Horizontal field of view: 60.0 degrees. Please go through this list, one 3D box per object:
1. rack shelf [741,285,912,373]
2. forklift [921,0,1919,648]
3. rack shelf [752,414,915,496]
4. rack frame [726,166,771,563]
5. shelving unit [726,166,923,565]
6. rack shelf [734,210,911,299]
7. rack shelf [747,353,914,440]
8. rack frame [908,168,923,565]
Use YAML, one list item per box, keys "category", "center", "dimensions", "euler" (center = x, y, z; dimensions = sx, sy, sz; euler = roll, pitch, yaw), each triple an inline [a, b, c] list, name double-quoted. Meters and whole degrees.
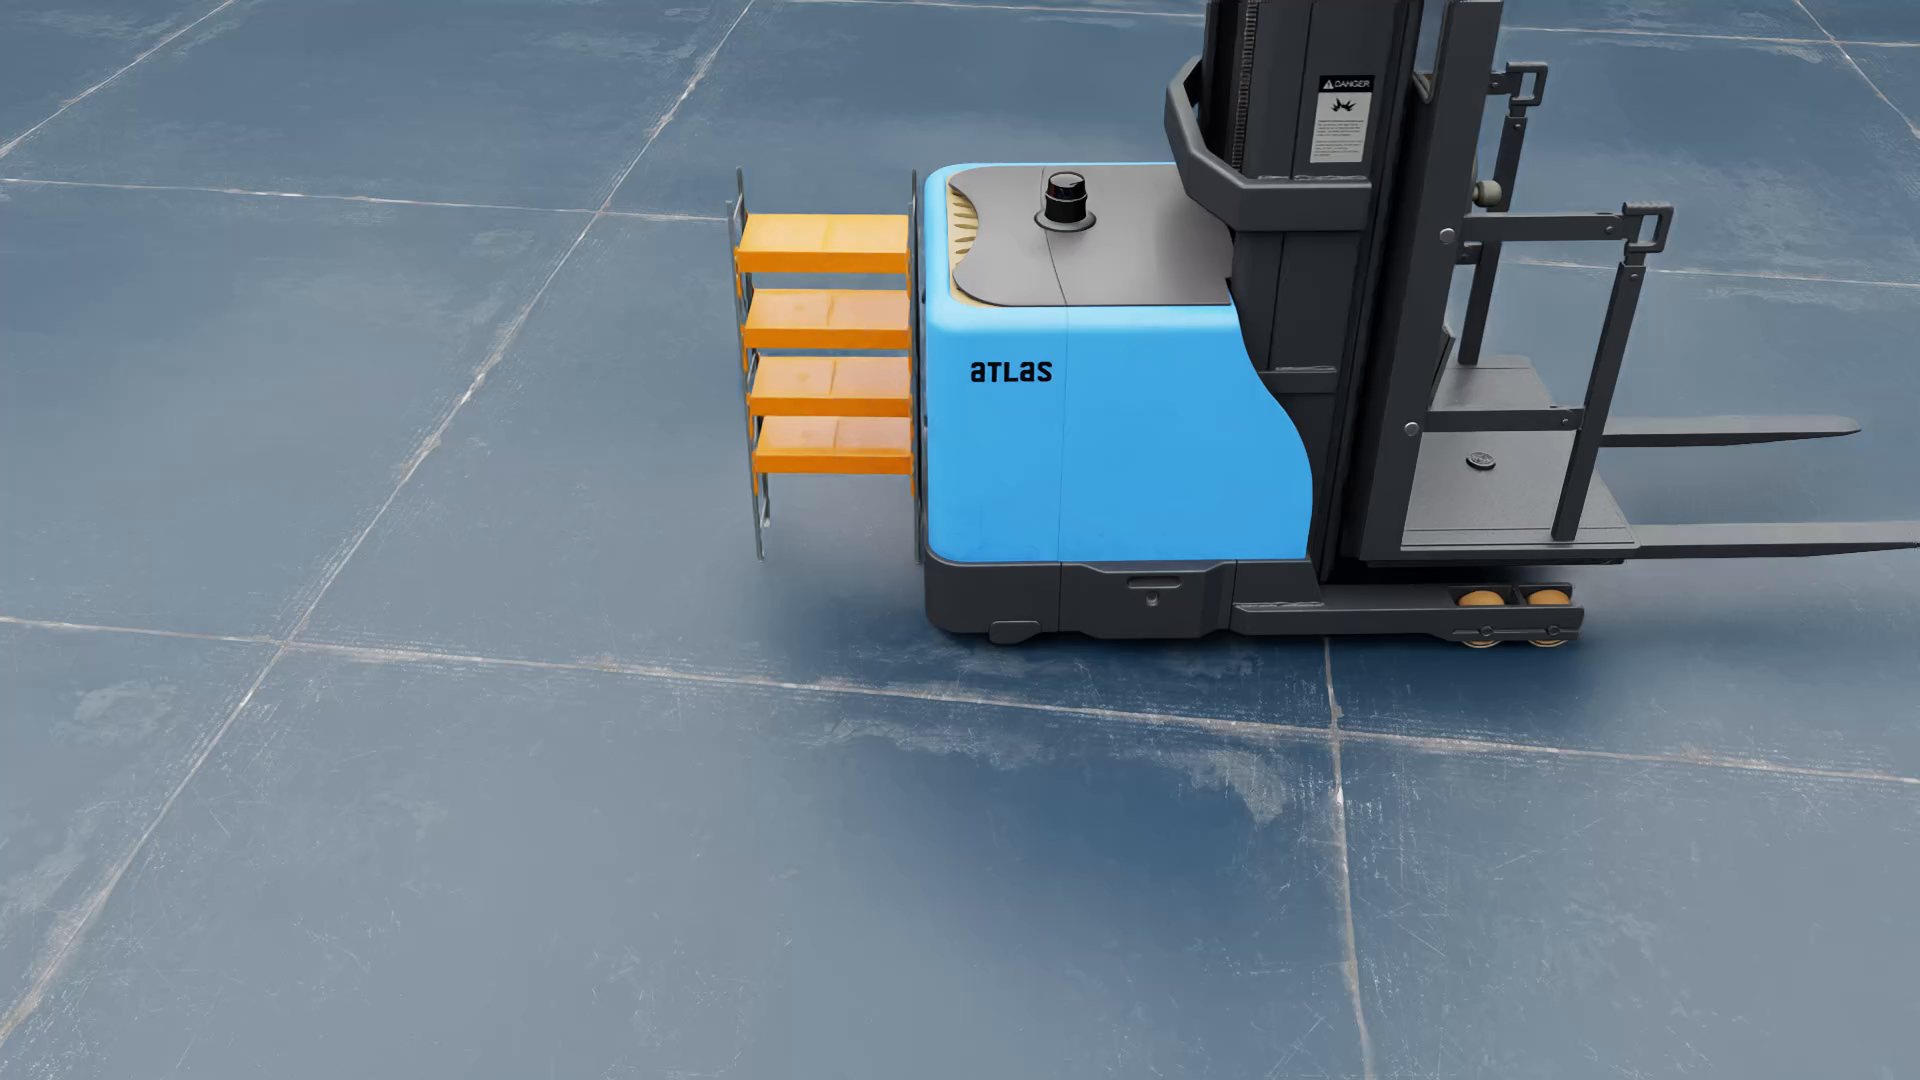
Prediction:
- category: "rack shelf"
  center: [-0.374, -0.611, 4.804]
  dimensions: [0.480, 0.148, 0.258]
  euler: [1, 36, 1]
- category: "forklift"
  center: [1.406, -1.190, 4.394]
  dimensions: [3.031, 2.935, 1.130]
  euler: [-1, 36, -1]
- category: "rack shelf"
  center: [-0.374, -0.267, 5.049]
  dimensions: [0.480, 0.148, 0.258]
  euler: [1, 36, 1]
- category: "rack frame"
  center: [-0.618, -0.486, 4.898]
  dimensions: [0.015, 1.200, 0.240]
  euler: [1, 36, 1]
- category: "shelving unit"
  center: [-0.374, -0.483, 4.894]
  dimensions: [0.503, 1.200, 0.258]
  euler: [1, 36, 1]
- category: "rack shelf"
  center: [-0.374, -0.803, 4.666]
  dimensions: [0.480, 0.148, 0.258]
  euler: [1, 36, 1]
- category: "rack shelf"
  center: [-0.374, -0.429, 4.933]
  dimensions: [0.480, 0.148, 0.258]
  euler: [1, 36, 1]
- category: "rack frame"
  center: [-0.130, -0.481, 4.890]
  dimensions: [0.015, 1.200, 0.240]
  euler: [1, 36, 1]
